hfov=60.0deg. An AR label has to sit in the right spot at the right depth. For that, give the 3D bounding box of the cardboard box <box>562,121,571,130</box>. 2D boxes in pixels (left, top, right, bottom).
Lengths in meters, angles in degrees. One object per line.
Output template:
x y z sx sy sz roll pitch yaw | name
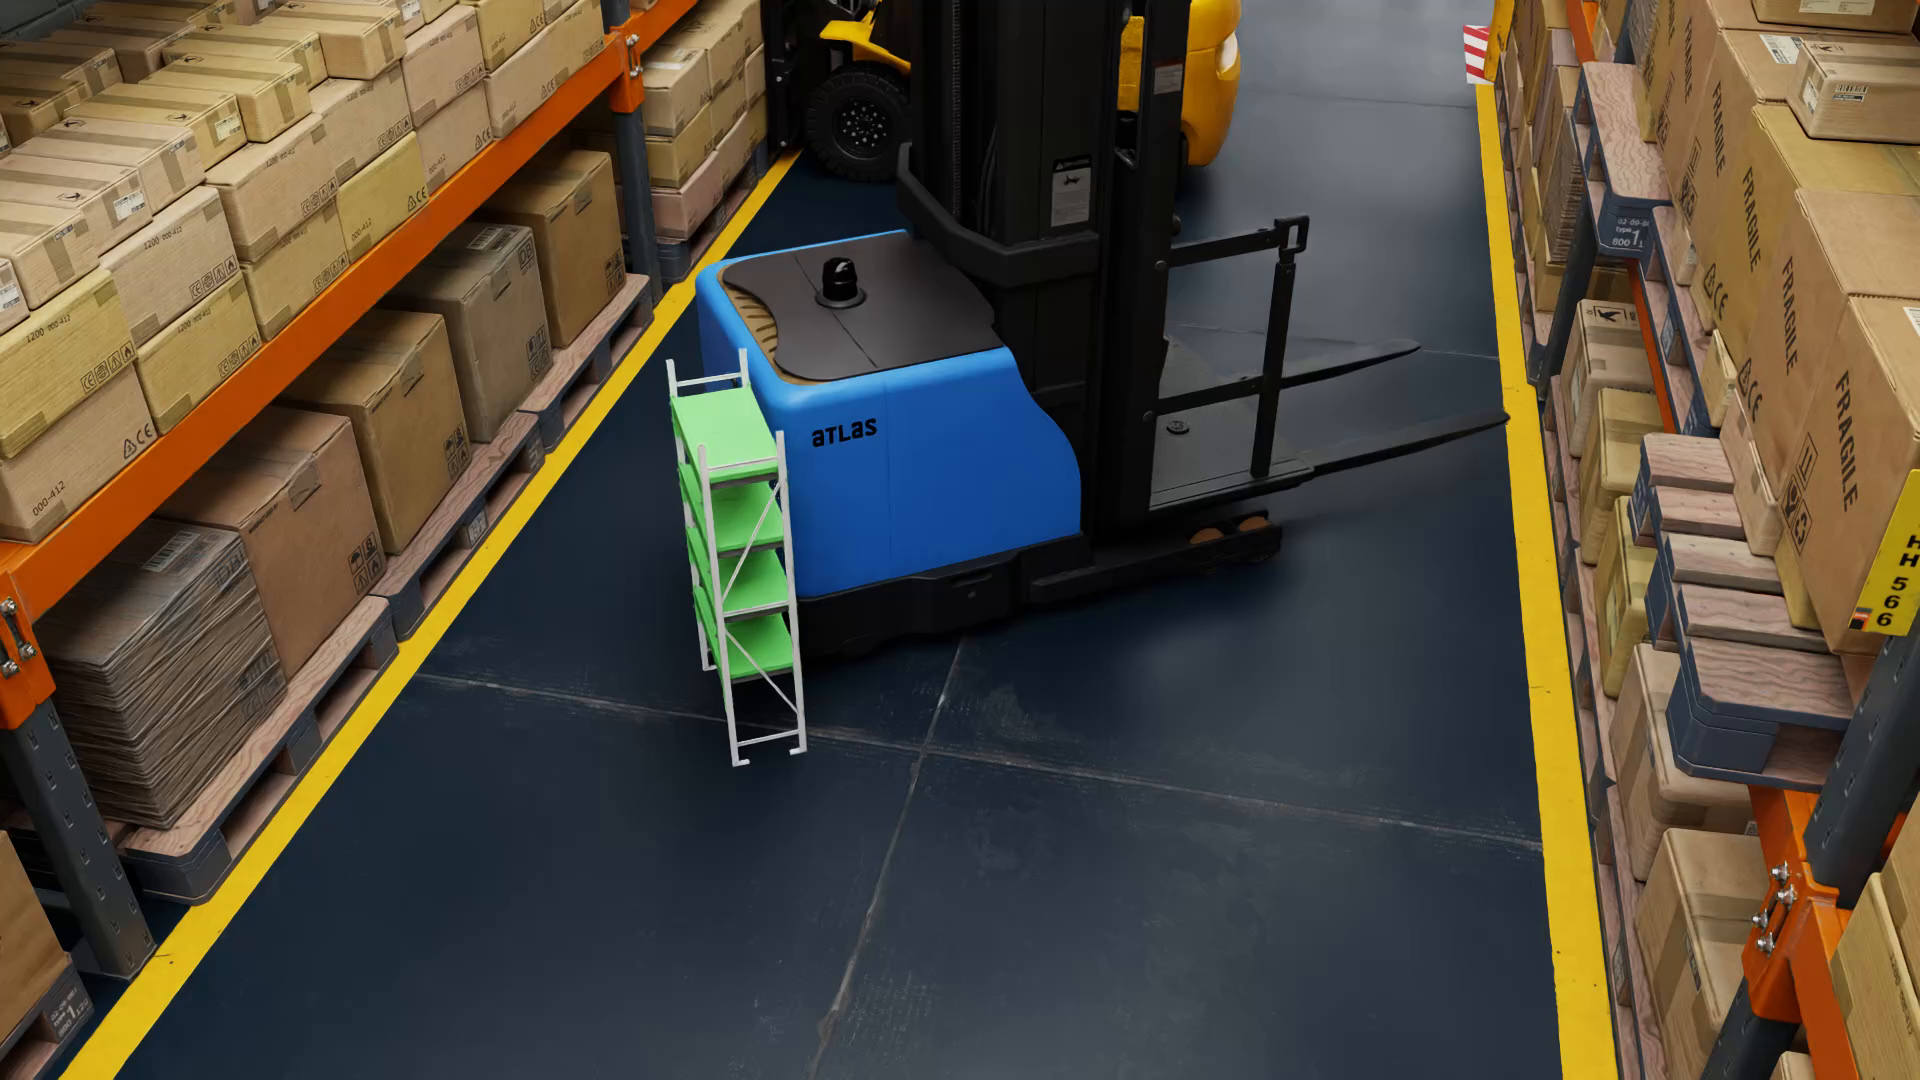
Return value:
-1.980 -2.156 7.802 0.500 0.250 0.500 8 37 11 | cardboard box

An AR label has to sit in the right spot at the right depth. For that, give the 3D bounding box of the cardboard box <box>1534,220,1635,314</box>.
2.817 -1.197 7.331 0.500 0.250 0.500 9 37 12 | cardboard box

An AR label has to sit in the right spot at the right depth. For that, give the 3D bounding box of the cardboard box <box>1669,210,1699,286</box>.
2.221 -0.815 4.675 0.380 0.149 0.250 9 37 12 | cardboard box

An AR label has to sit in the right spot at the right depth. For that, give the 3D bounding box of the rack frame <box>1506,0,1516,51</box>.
3.808 -4.061 9.298 1.000 3.000 0.127 7 37 10 | rack frame

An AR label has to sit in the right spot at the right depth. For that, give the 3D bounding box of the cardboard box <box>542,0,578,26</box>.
-1.752 -2.216 6.454 0.500 0.250 0.500 7 36 9 | cardboard box

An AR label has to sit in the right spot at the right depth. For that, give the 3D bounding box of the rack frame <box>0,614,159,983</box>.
-2.751 -0.095 3.825 1.000 3.000 0.127 7 37 10 | rack frame

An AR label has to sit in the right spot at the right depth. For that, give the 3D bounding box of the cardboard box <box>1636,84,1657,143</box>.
2.465 -1.417 5.506 0.380 0.149 0.250 8 37 11 | cardboard box

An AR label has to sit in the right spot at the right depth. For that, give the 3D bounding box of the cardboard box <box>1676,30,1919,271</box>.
2.248 -1.001 4.379 0.500 0.500 0.500 6 36 8 | cardboard box

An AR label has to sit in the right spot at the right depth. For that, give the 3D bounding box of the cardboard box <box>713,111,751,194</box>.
-1.376 -1.974 8.403 0.500 0.250 0.500 7 36 9 | cardboard box

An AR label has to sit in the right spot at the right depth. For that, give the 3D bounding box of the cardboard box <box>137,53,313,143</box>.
-2.130 -1.285 4.829 0.380 0.149 0.250 8 37 11 | cardboard box

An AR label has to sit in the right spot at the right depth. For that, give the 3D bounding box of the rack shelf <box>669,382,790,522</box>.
-0.682 -0.267 4.887 0.258 0.148 0.480 -11 37 -15 | rack shelf

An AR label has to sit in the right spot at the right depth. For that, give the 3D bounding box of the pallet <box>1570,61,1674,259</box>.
2.648 -1.271 5.610 1.003 0.211 1.213 7 37 10 | pallet

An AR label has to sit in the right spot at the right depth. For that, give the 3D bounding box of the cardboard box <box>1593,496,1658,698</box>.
2.547 0.238 5.247 0.950 0.372 0.625 8 37 12 | cardboard box

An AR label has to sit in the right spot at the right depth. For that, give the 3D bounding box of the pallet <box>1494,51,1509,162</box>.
3.583 -2.427 9.419 1.003 0.211 1.213 7 37 10 | pallet

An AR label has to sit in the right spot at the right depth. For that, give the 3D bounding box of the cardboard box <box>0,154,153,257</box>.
-2.310 -0.848 4.226 0.380 0.149 0.250 8 37 11 | cardboard box

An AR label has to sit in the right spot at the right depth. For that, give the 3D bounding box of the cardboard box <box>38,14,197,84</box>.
-2.570 -1.493 5.115 0.380 0.149 0.250 8 37 11 | cardboard box

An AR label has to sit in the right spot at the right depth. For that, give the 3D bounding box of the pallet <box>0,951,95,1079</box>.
-2.947 1.457 4.059 1.003 0.211 1.213 7 37 10 | pallet

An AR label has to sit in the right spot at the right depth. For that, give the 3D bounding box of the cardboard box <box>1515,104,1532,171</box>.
3.145 -2.084 8.555 0.500 0.250 0.500 10 37 13 | cardboard box

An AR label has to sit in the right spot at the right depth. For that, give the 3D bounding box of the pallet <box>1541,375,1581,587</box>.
2.788 -0.193 6.336 1.003 0.211 1.213 7 37 10 | pallet

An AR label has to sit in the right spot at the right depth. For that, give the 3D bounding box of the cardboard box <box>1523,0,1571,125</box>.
3.138 -2.393 8.342 0.500 0.500 0.500 8 37 11 | cardboard box

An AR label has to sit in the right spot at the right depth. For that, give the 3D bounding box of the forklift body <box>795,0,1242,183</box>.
0.335 -3.022 8.587 2.313 2.155 1.214 7 37 10 | forklift body

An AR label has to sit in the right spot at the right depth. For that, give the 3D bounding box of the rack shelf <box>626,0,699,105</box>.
-1.469 -3.244 8.782 1.077 0.370 4.000 7 37 10 | rack shelf

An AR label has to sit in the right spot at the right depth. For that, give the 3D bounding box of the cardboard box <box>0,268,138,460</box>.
-2.393 -0.457 4.027 0.500 0.250 0.500 7 37 10 | cardboard box

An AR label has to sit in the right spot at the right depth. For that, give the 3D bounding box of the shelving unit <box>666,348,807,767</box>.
-0.682 0.070 5.131 0.258 1.200 0.503 -11 37 -15 | shelving unit

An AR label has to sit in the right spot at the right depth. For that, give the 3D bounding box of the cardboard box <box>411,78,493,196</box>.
-1.987 -1.436 5.803 0.500 0.250 0.500 8 37 10 | cardboard box

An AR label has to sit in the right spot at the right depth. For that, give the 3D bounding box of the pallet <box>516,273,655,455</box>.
-2.016 -0.832 7.218 1.003 0.211 1.213 7 37 10 | pallet

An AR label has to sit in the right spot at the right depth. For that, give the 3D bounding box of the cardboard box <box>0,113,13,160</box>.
-2.833 -1.064 4.524 0.380 0.149 0.250 7 36 9 | cardboard box

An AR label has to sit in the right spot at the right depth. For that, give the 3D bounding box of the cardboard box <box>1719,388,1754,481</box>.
1.997 -0.217 3.849 0.380 0.149 0.250 6 36 8 | cardboard box

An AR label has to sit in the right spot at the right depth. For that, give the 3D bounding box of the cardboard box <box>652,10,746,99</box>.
-1.368 -2.380 8.110 0.500 0.250 0.500 7 37 10 | cardboard box

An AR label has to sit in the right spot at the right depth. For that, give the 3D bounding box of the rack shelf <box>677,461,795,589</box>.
-0.682 -0.072 5.027 0.258 0.148 0.480 -11 37 -15 | rack shelf

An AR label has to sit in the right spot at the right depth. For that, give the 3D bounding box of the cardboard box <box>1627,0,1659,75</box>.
2.573 -1.866 5.572 0.500 0.500 0.500 8 37 11 | cardboard box

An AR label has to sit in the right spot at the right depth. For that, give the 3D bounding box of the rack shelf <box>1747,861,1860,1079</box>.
1.672 1.963 1.599 1.077 0.370 4.000 7 37 10 | rack shelf

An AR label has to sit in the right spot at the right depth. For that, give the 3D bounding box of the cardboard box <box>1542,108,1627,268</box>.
2.818 -1.501 7.112 0.500 0.500 0.500 7 36 9 | cardboard box

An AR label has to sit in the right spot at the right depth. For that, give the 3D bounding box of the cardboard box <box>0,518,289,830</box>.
-2.604 0.341 4.890 0.875 0.625 0.625 8 37 11 | cardboard box

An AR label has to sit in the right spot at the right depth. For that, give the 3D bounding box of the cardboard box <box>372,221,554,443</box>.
-2.170 -0.852 6.536 0.875 0.625 0.625 7 37 9 | cardboard box

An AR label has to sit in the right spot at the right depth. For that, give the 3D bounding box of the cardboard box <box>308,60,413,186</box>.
-2.096 -1.341 5.246 0.500 0.250 0.500 8 37 11 | cardboard box

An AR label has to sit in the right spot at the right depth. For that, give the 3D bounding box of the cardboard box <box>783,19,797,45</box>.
-1.159 -2.751 9.049 0.500 0.250 0.500 7 37 10 | cardboard box

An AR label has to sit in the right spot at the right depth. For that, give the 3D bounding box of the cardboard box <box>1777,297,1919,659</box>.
1.924 -0.101 3.137 0.500 0.500 0.500 6 36 9 | cardboard box

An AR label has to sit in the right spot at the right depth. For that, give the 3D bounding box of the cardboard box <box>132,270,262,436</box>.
-2.305 -0.546 4.575 0.500 0.250 0.500 7 36 9 | cardboard box

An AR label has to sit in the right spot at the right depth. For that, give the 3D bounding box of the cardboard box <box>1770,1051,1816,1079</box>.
1.870 1.601 2.938 0.875 0.875 0.875 7 37 10 | cardboard box

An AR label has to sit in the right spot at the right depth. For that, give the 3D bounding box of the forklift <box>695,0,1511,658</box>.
0.641 -1.336 5.596 3.031 2.935 1.130 -13 38 -18 | forklift

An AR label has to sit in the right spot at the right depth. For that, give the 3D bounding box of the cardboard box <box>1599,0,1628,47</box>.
2.805 -2.215 6.411 0.500 0.500 0.500 6 36 9 | cardboard box

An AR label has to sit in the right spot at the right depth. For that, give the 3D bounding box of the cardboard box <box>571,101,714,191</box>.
-1.492 -1.886 7.855 0.500 0.250 0.500 7 37 10 | cardboard box

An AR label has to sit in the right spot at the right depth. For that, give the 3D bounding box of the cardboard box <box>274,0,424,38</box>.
-1.997 -1.731 5.445 0.380 0.149 0.250 8 37 10 | cardboard box

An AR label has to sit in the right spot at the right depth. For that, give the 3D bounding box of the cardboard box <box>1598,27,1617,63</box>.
2.724 -1.889 6.514 0.380 0.149 0.250 7 37 9 | cardboard box

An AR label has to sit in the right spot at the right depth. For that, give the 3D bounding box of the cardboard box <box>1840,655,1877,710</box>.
1.939 0.239 3.220 0.380 0.149 0.250 9 37 12 | cardboard box
